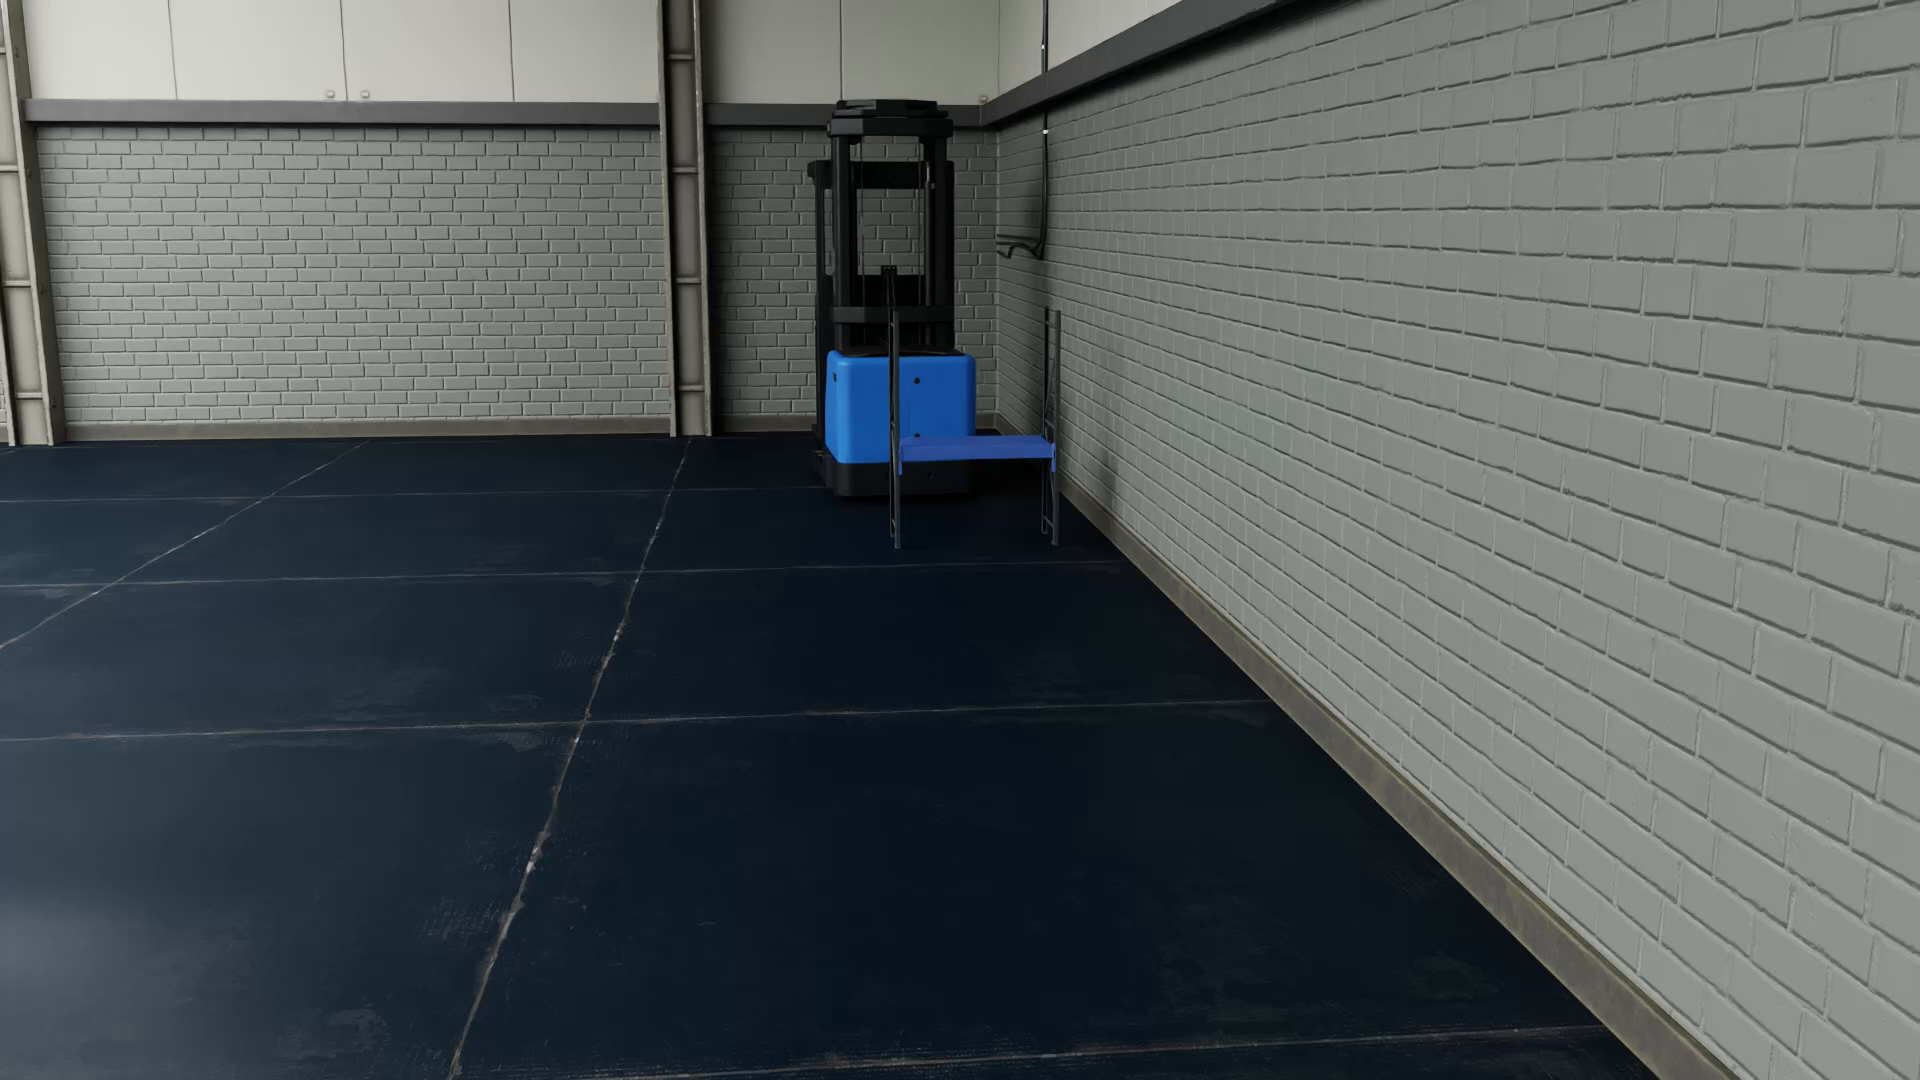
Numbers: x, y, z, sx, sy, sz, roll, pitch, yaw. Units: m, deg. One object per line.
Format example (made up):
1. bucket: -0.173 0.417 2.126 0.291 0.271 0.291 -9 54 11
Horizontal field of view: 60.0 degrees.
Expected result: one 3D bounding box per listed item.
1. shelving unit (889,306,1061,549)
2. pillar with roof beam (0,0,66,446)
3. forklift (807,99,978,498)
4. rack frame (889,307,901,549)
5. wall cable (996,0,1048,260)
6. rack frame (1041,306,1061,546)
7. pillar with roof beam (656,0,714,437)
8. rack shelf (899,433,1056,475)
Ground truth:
1. shelving unit: 0.085 -0.738 10.732 1.048 1.500 0.538 -1 11 -6
2. pillar with roof beam: -8.088 -4.488 10.368 0.400 9.000 9.100 -1 11 -6
3. forklift: -0.632 -1.986 13.373 1.130 2.935 3.031 -2 11 -10
4. rack frame: -0.421 -0.727 10.678 0.032 1.500 0.500 -1 11 -6
5. wall cable: 0.484 -3.723 14.525 0.112 2.526 3.097 -1 11 -6
6. rack frame: 0.590 -0.748 10.786 0.032 1.500 0.500 -1 11 -6
7. pillar with roof beam: -2.123 -4.613 11.004 0.400 9.000 9.100 -1 11 -6
8. rack shelf: 0.085 -0.561 10.767 1.000 0.185 0.538 -1 11 -6
